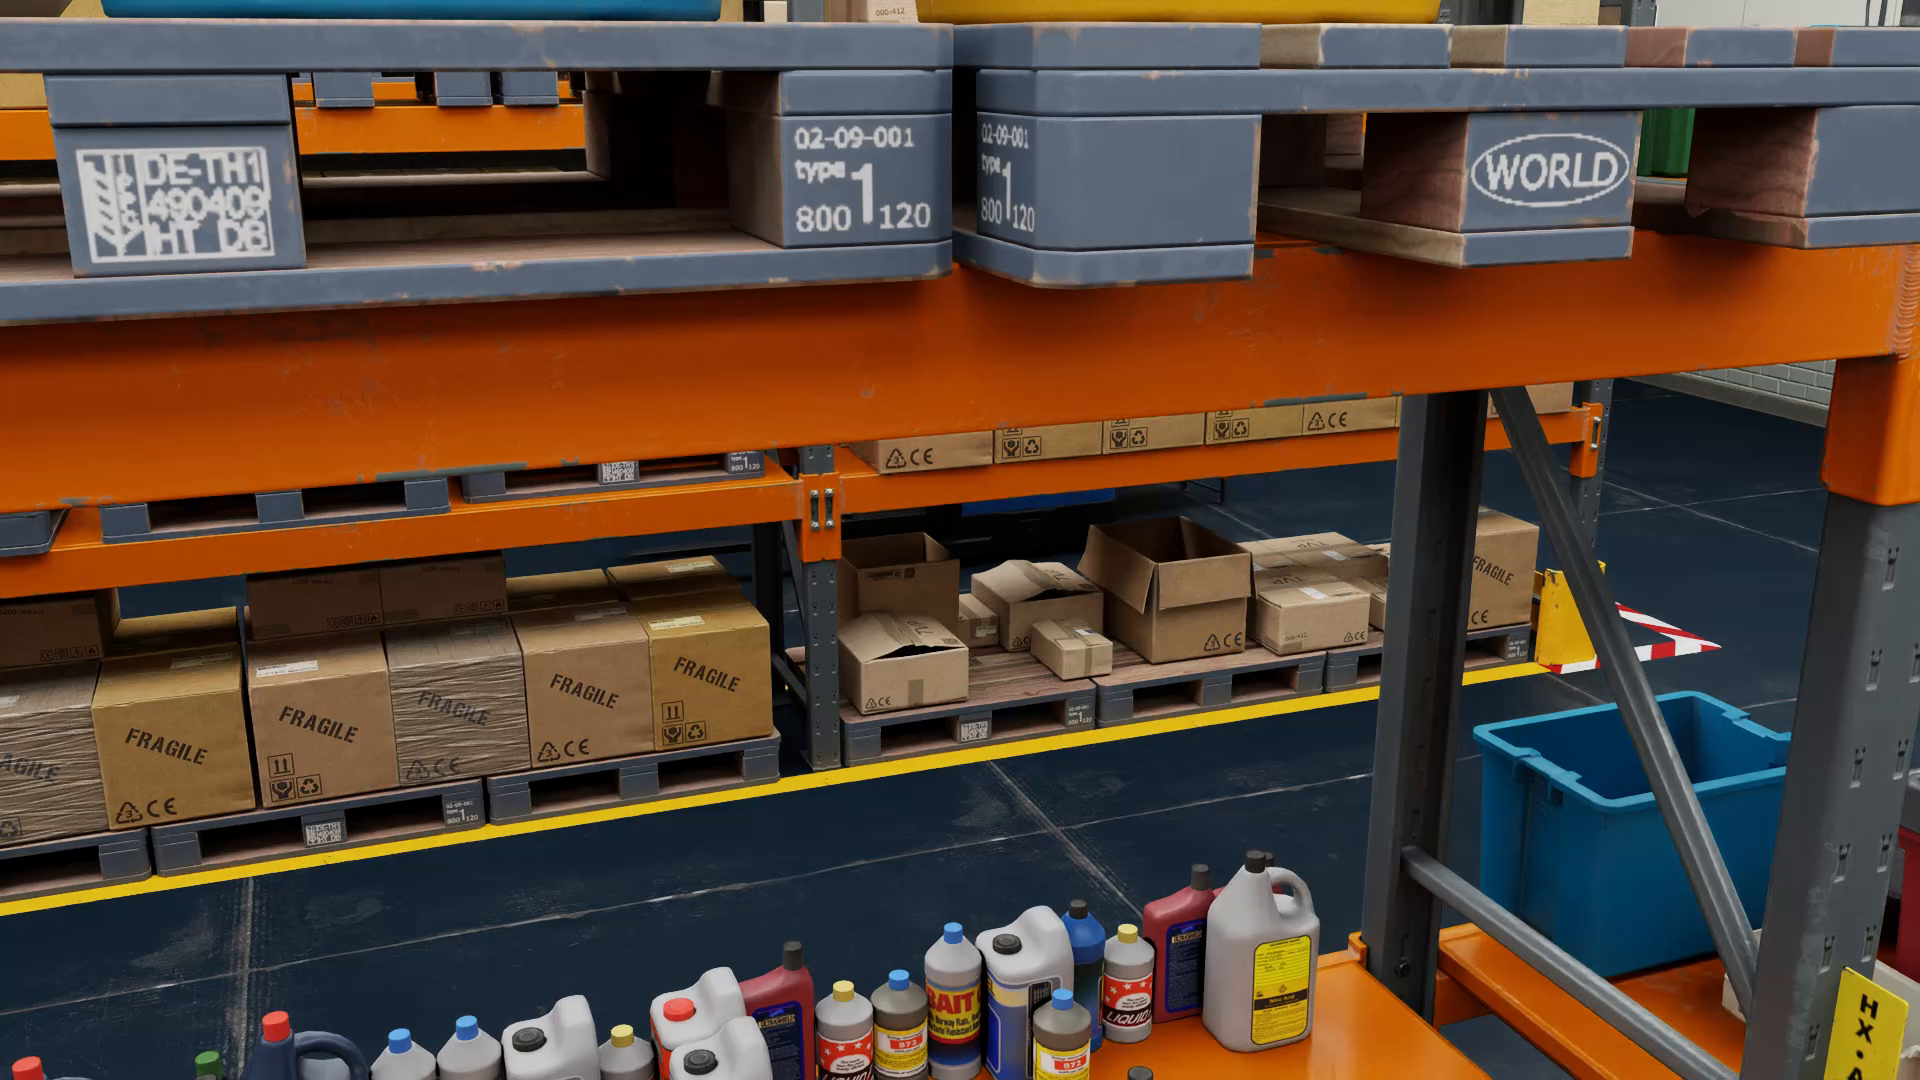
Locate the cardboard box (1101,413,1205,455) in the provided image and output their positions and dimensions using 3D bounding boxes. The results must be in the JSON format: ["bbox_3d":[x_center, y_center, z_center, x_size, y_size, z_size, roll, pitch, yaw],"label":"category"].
[{"bbox_3d":[0.766,-0.701,7.484,0.500,0.500,0.500,-6,17,-20],"label":"cardboard box"}]

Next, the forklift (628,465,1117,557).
[{"bbox_3d":[-0.589,-1.343,9.971,3.031,2.935,1.130,-6,17,-20],"label":"forklift"}]

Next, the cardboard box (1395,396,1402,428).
[{"bbox_3d":[2.179,-0.852,7.999,0.500,0.500,0.500,-6,17,-20],"label":"cardboard box"}]

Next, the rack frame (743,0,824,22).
[{"bbox_3d":[-0.752,-3.449,6.374,0.127,3.000,1.000,-6,17,-20],"label":"rack frame"}]

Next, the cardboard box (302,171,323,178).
[{"bbox_3d":[-4.492,-2.298,11.029,0.500,0.250,0.500,-7,18,-21],"label":"cardboard box"}]

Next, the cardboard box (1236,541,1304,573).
[{"bbox_3d":[1.440,0.215,8.642,0.500,0.250,0.500,-6,17,-20],"label":"cardboard box"}]

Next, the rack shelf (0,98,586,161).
[{"bbox_3d":[-2.620,-1.463,6.211,4.000,0.370,1.077,-6,17,-20],"label":"rack shelf"}]

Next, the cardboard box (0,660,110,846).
[{"bbox_3d":[-3.473,0.796,6.221,0.500,0.500,0.500,-7,18,-22],"label":"cardboard box"}]

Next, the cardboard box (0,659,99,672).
[{"bbox_3d":[-3.698,0.665,6.667,0.500,0.500,0.500,-5,17,-18],"label":"cardboard box"}]

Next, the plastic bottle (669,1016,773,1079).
[{"bbox_3d":[-0.362,0.872,2.525,0.135,0.276,0.152,-6,17,-20],"label":"plastic bottle"}]

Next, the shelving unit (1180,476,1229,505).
[{"bbox_3d":[1.260,-0.773,11.235,1.048,1.125,0.538,-9,19,-28],"label":"shelving unit"}]

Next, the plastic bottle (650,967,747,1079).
[{"bbox_3d":[-0.416,0.832,2.662,0.135,0.276,0.152,-6,17,-20],"label":"plastic bottle"}]

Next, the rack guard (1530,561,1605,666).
[{"bbox_3d":[2.912,0.233,8.918,0.348,0.500,1.175,-6,17,-20],"label":"rack guard"}]

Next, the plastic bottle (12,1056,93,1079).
[{"bbox_3d":[-1.262,0.886,2.344,0.185,0.351,0.144,-6,17,-20],"label":"plastic bottle"}]

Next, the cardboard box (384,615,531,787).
[{"bbox_3d":[-2.043,0.641,6.749,0.500,0.500,0.500,-6,17,-19],"label":"cardboard box"}]

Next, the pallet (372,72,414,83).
[{"bbox_3d":[-3.366,-3.116,10.901,1.217,0.209,0.805,-7,18,-22],"label":"pallet"}]

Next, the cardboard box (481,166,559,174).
[{"bbox_3d":[-3.051,-2.456,11.567,0.500,0.250,0.500,-6,17,-18],"label":"cardboard box"}]

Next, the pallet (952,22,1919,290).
[{"bbox_3d":[0.320,-0.511,2.027,1.003,0.211,1.213,-6,17,-20],"label":"pallet"}]

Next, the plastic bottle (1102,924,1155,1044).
[{"bbox_3d":[0.296,0.783,2.962,0.097,0.201,0.097,0,16,0],"label":"plastic bottle"}]

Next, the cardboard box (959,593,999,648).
[{"bbox_3d":[0.007,0.400,8.191,0.250,0.149,0.380,-6,17,-20],"label":"cardboard box"}]

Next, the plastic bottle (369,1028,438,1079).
[{"bbox_3d":[-0.842,0.872,2.534,0.097,0.271,0.097,0,16,0],"label":"plastic bottle"}]

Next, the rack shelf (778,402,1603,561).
[{"bbox_3d":[1.116,-0.427,8.007,4.000,0.370,1.077,-6,17,-20],"label":"rack shelf"}]

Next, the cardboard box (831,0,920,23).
[{"bbox_3d":[-0.209,-2.162,6.691,0.500,0.250,0.500,-6,17,-20],"label":"cardboard box"}]

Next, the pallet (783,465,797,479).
[{"bbox_3d":[-1.790,-0.592,12.240,1.213,0.211,1.003,-6,17,-20],"label":"pallet"}]

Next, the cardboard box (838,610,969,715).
[{"bbox_3d":[-0.283,0.523,7.486,0.500,0.311,0.500,-6,17,-20],"label":"cardboard box"}]

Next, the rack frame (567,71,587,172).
[{"bbox_3d":[-2.528,-1.874,11.656,0.127,3.000,1.000,-6,17,-20],"label":"rack frame"}]

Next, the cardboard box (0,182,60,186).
[{"bbox_3d":[-5.720,-2.012,10.053,0.500,0.250,0.500,-6,17,-19],"label":"cardboard box"}]

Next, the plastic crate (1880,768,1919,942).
[{"bbox_3d":[1.966,0.652,3.435,0.590,0.125,0.437,-6,17,-20],"label":"plastic crate"}]

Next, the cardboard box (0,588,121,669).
[{"bbox_3d":[-3.647,0.298,6.585,0.500,0.250,0.500,-5,17,-18],"label":"cardboard box"}]

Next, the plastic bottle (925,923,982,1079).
[{"bbox_3d":[-0.011,0.782,2.839,0.097,0.271,0.097,0,16,0],"label":"plastic bottle"}]

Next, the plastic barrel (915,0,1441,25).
[{"bbox_3d":[0.237,-0.853,1.776,0.600,0.588,0.600,0,16,0],"label":"plastic barrel"}]

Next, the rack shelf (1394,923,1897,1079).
[{"bbox_3d":[2.885,0.876,3.568,4.000,0.370,1.077,-6,17,-20],"label":"rack shelf"}]

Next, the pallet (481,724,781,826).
[{"bbox_3d":[-1.498,0.859,7.299,1.213,0.211,1.003,-6,17,-20],"label":"pallet"}]

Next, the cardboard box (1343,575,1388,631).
[{"bbox_3d":[2.153,0.311,8.464,0.250,0.166,0.380,-6,17,-20],"label":"cardboard box"}]

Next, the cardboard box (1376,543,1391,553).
[{"bbox_3d":[2.469,0.134,9.096,0.250,0.149,0.380,-6,17,-20],"label":"cardboard box"}]

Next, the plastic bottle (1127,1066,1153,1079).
[{"bbox_3d":[0.224,0.897,2.307,0.185,0.351,0.144,-6,17,-20],"label":"plastic bottle"}]

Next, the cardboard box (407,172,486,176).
[{"bbox_3d":[-3.353,-2.271,10.935,0.500,0.250,0.500,-6,17,-19],"label":"cardboard box"}]

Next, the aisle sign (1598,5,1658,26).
[{"bbox_3d":[3.157,-2.148,7.975,0.004,0.787,0.394,-6,17,-20],"label":"aisle sign"}]

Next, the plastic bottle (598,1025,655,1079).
[{"bbox_3d":[-0.534,0.872,2.657,0.097,0.201,0.097,0,16,0],"label":"plastic bottle"}]

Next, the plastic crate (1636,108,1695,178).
[{"bbox_3d":[1.304,-0.727,2.803,0.662,0.188,0.450,-6,17,-20],"label":"plastic crate"}]

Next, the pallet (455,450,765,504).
[{"bbox_3d":[-1.537,-0.427,7.069,1.213,0.211,1.003,-6,17,-20],"label":"pallet"}]

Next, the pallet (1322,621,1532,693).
[{"bbox_3d":[2.168,0.452,8.685,1.213,0.211,1.003,-6,17,-20],"label":"pallet"}]

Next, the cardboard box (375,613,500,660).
[{"bbox_3d":[-2.254,0.507,7.203,0.500,0.500,0.500,-6,17,-19],"label":"cardboard box"}]
